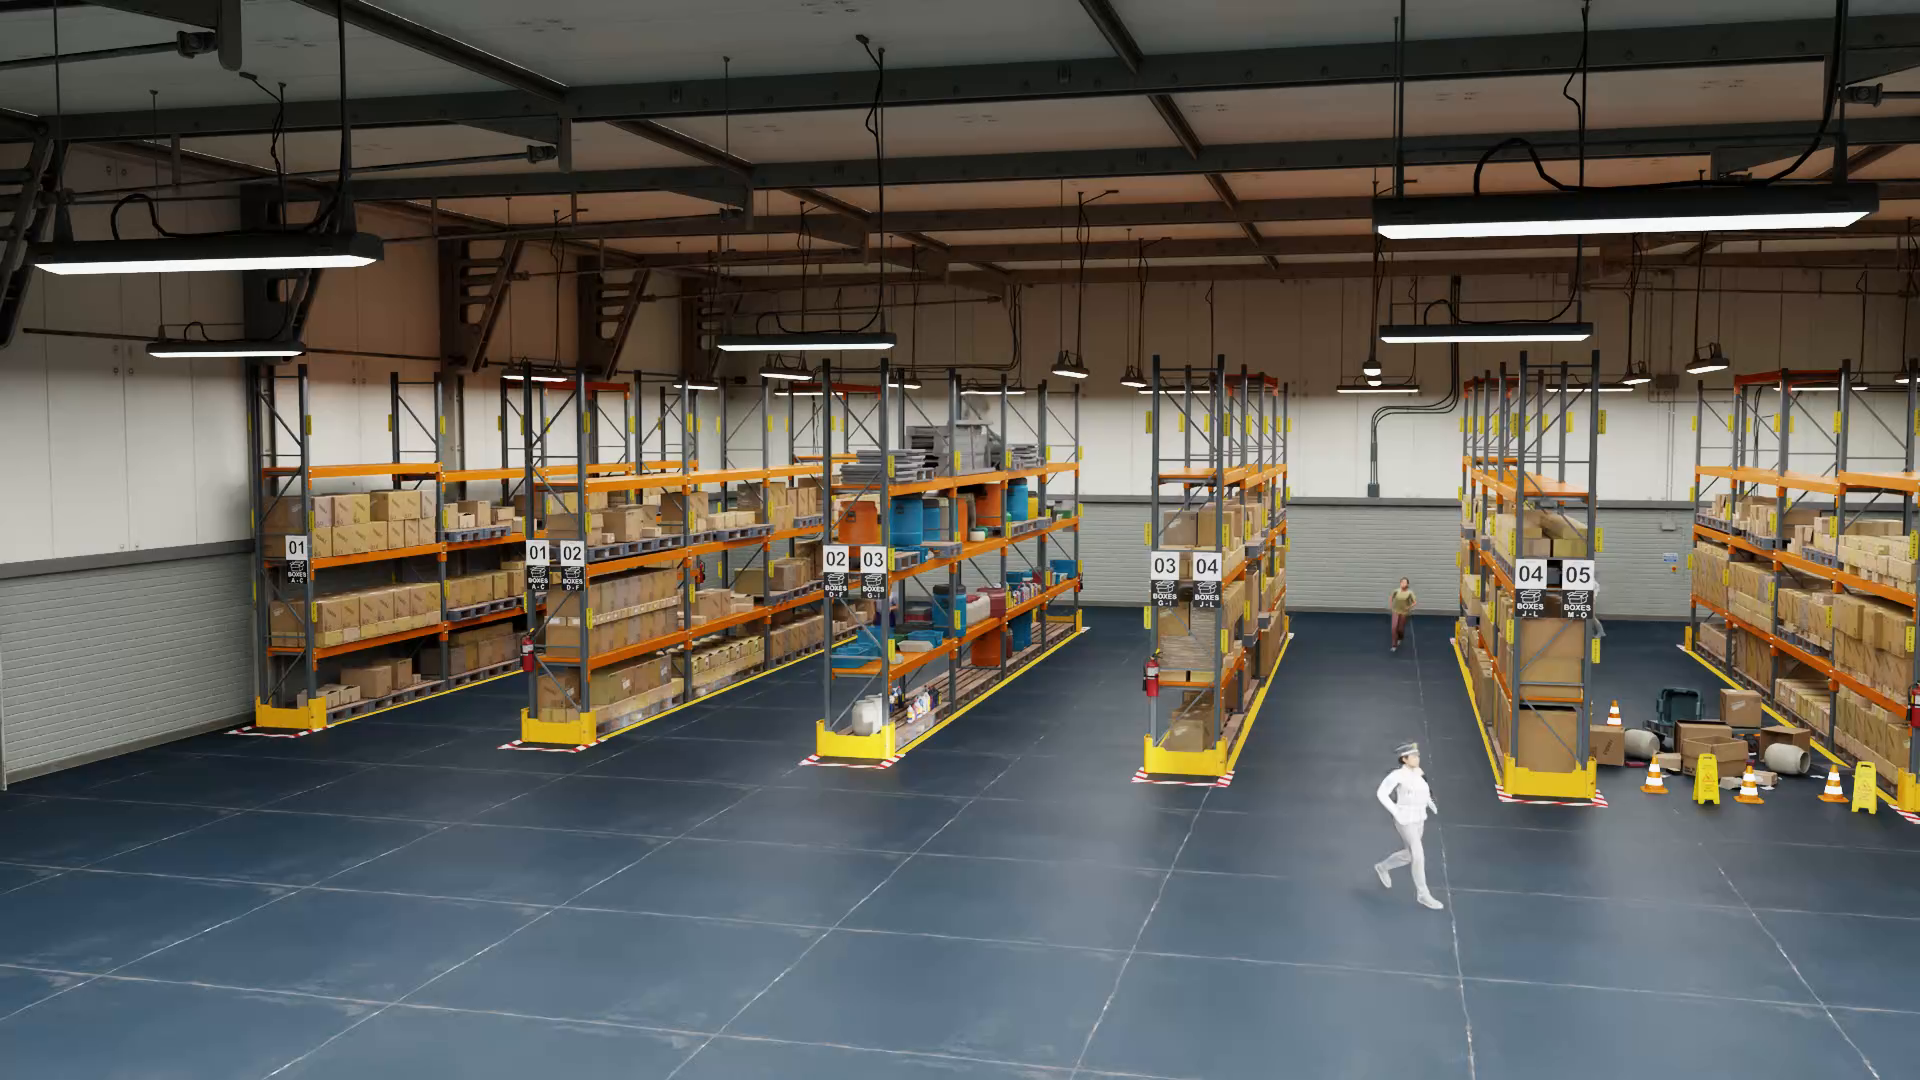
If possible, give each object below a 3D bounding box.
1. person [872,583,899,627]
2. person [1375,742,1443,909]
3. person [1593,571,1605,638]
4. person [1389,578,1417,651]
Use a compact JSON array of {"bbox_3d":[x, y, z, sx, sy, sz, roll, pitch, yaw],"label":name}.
[{"bbox_3d":[-1.502,1.630,33.276,0.582,1.680,0.637,0,4,6],"label":"person"},{"bbox_3d":[4.691,2.945,17.425,0.627,1.683,0.883,-3,5,-40],"label":"person"},{"bbox_3d":[14.696,1.487,38.796,0.710,1.739,0.580,1,4,18],"label":"person"},{"bbox_3d":[9.890,1.645,37.165,0.617,1.629,0.684,2,5,29],"label":"person"}]
